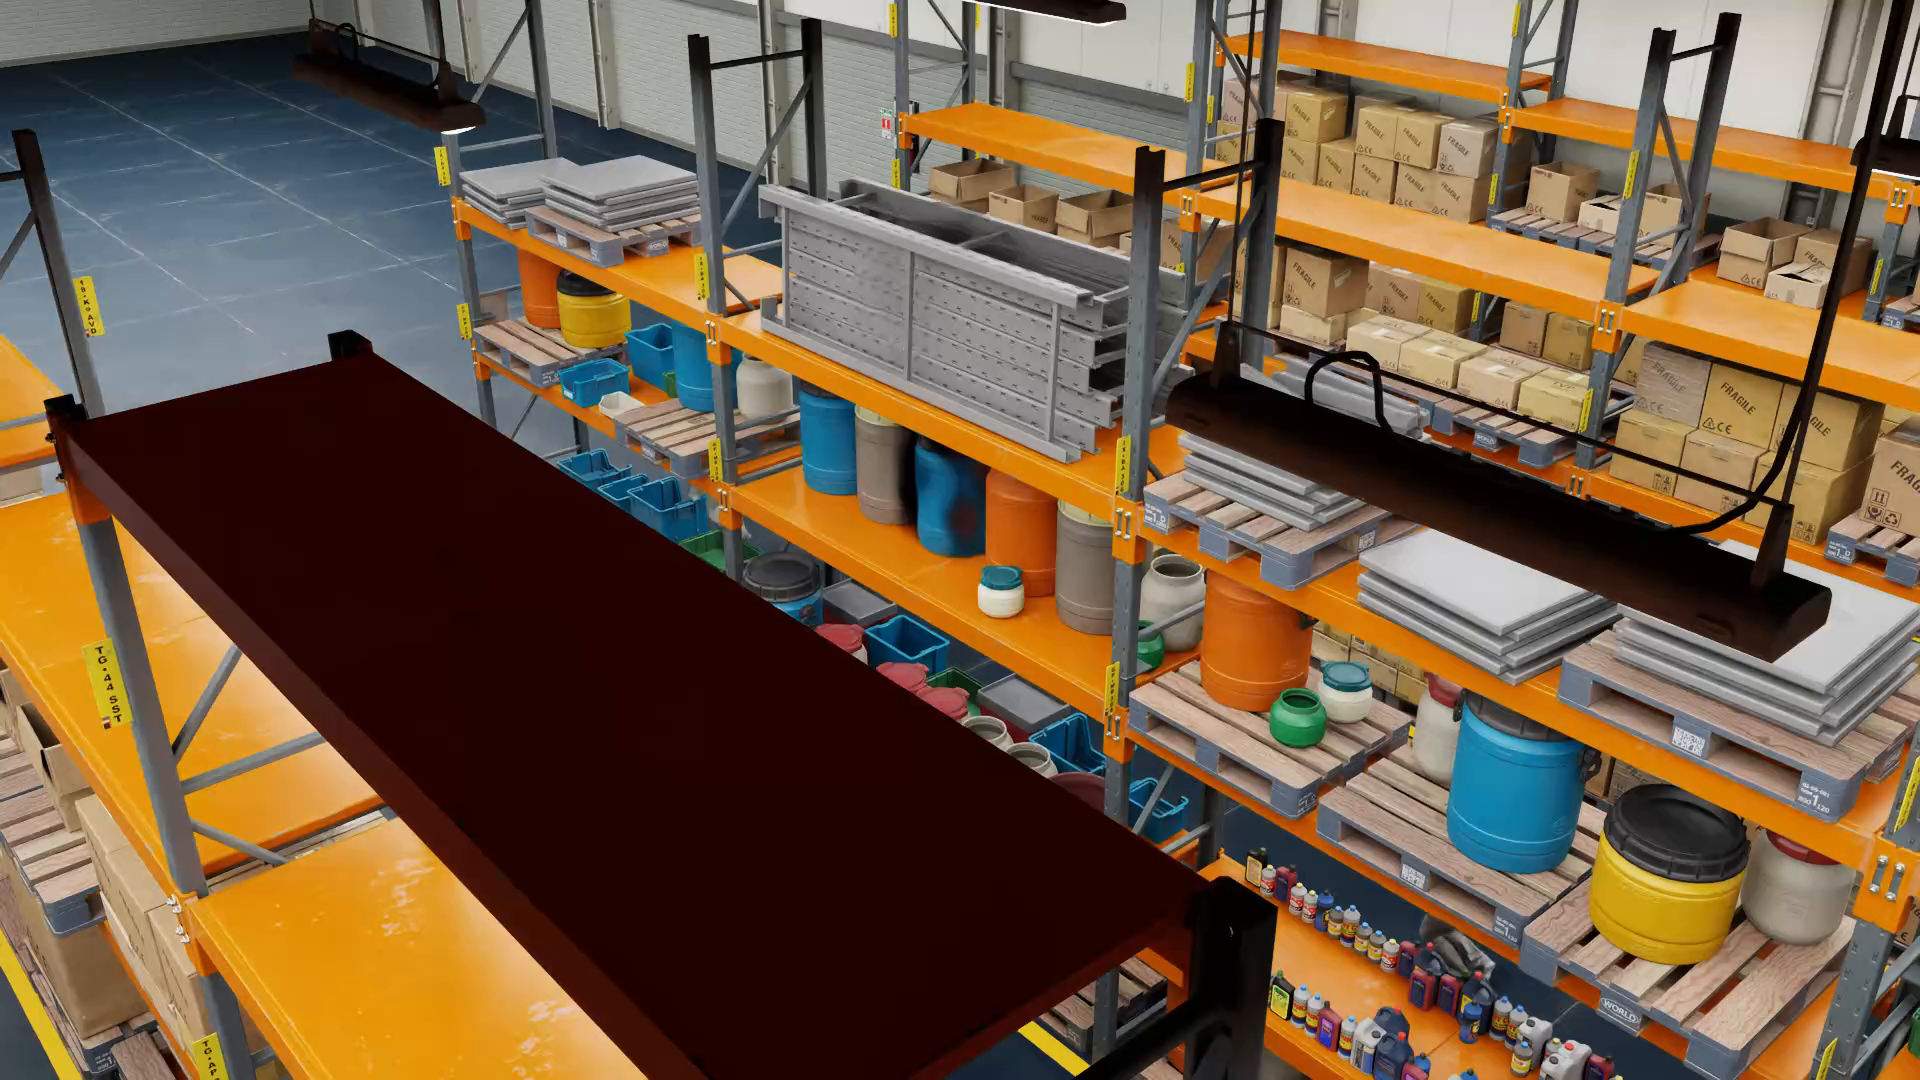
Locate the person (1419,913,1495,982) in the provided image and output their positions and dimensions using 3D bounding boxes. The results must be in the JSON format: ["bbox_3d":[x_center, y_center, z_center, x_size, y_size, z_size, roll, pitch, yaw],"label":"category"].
[{"bbox_3d":[3.227,2.287,10.849,0.668,1.479,0.596,22,34,36],"label":"person"}]

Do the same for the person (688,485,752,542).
[{"bbox_3d":[-2.588,-0.690,17.109,0.826,1.643,0.611,2,27,5],"label":"person"}]
